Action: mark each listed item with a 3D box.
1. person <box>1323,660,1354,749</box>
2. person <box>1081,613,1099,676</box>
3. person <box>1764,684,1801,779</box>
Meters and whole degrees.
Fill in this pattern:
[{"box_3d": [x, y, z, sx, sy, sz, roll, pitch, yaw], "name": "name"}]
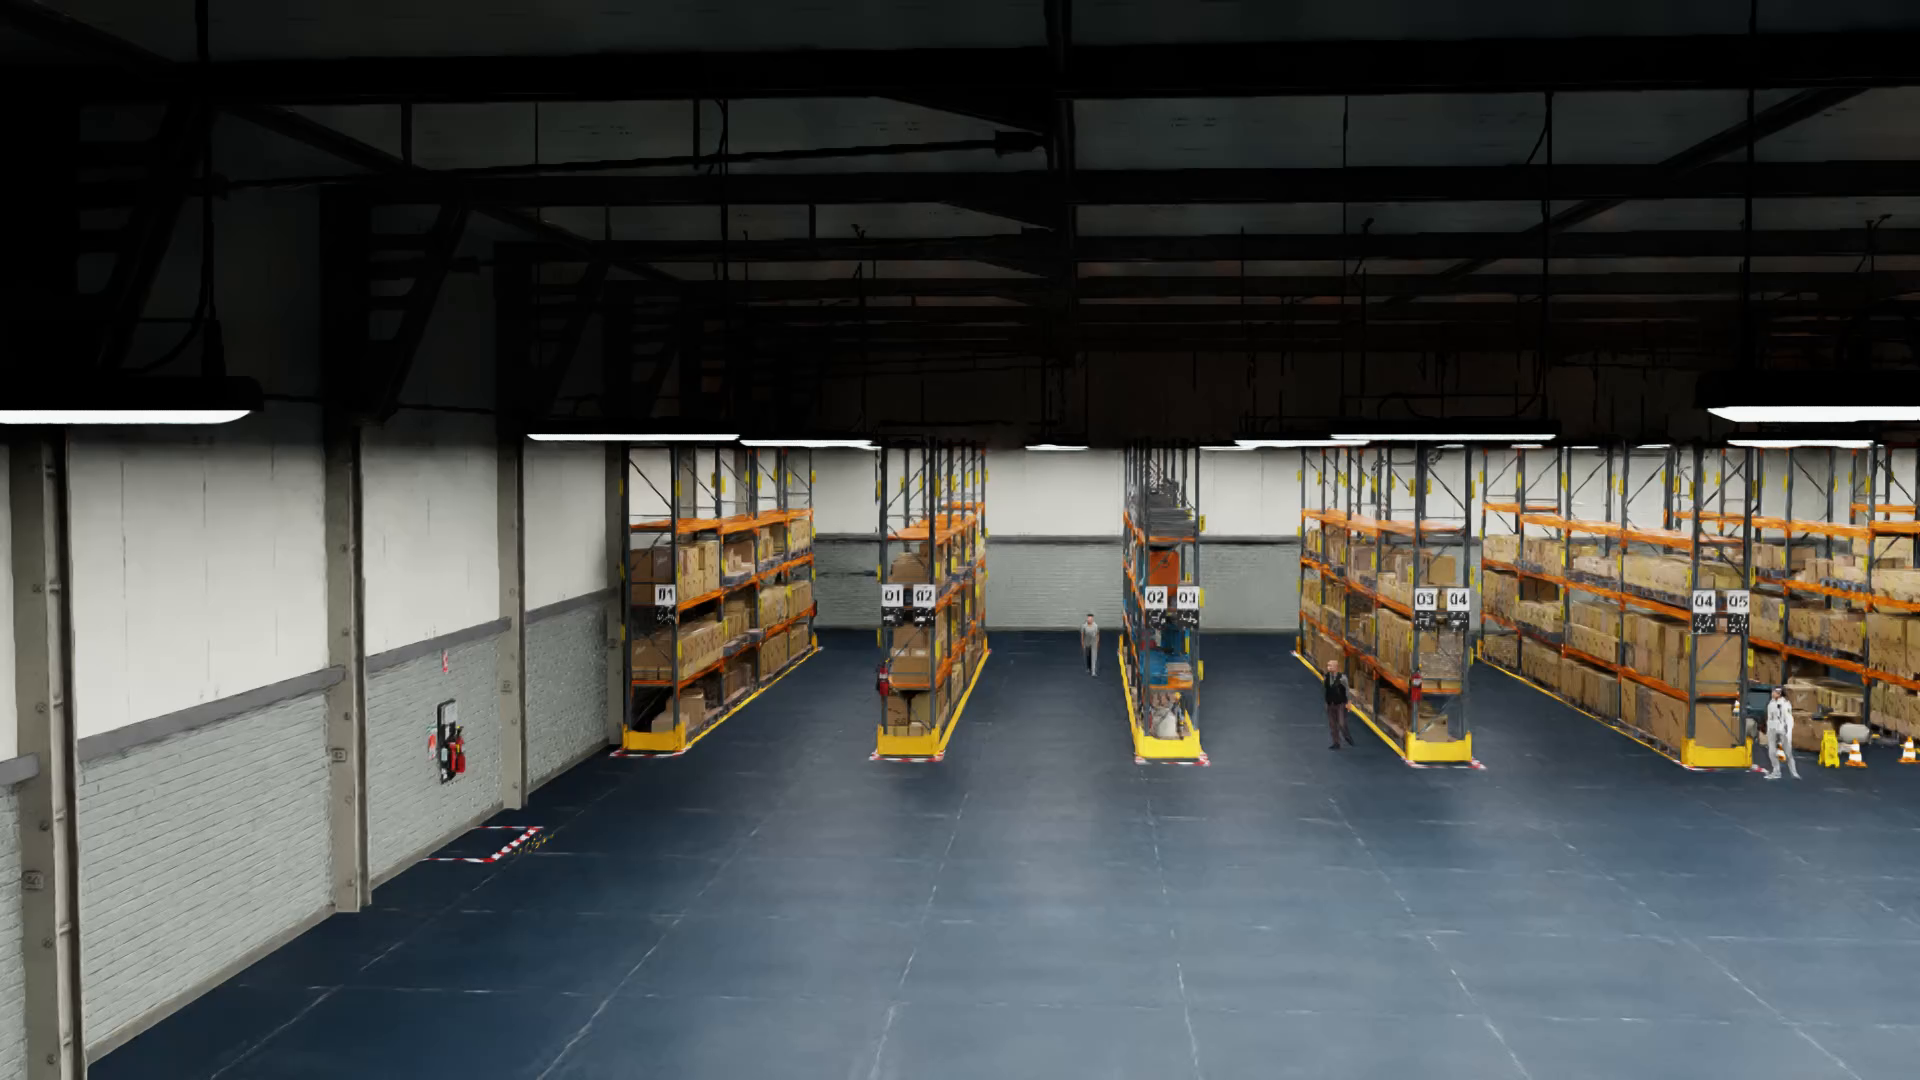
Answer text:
[{"box_3d": [7.293, 3.154, 32.051, 0.588, 1.715, 0.522, 3, 4, 41], "name": "person"}, {"box_3d": [3.310, 2.655, 42.405, 0.446, 1.566, 1.110, 0, 3, 7], "name": "person"}, {"box_3d": [14.385, 3.342, 29.078, 0.524, 1.669, 0.572, -1, 3, -21], "name": "person"}]
